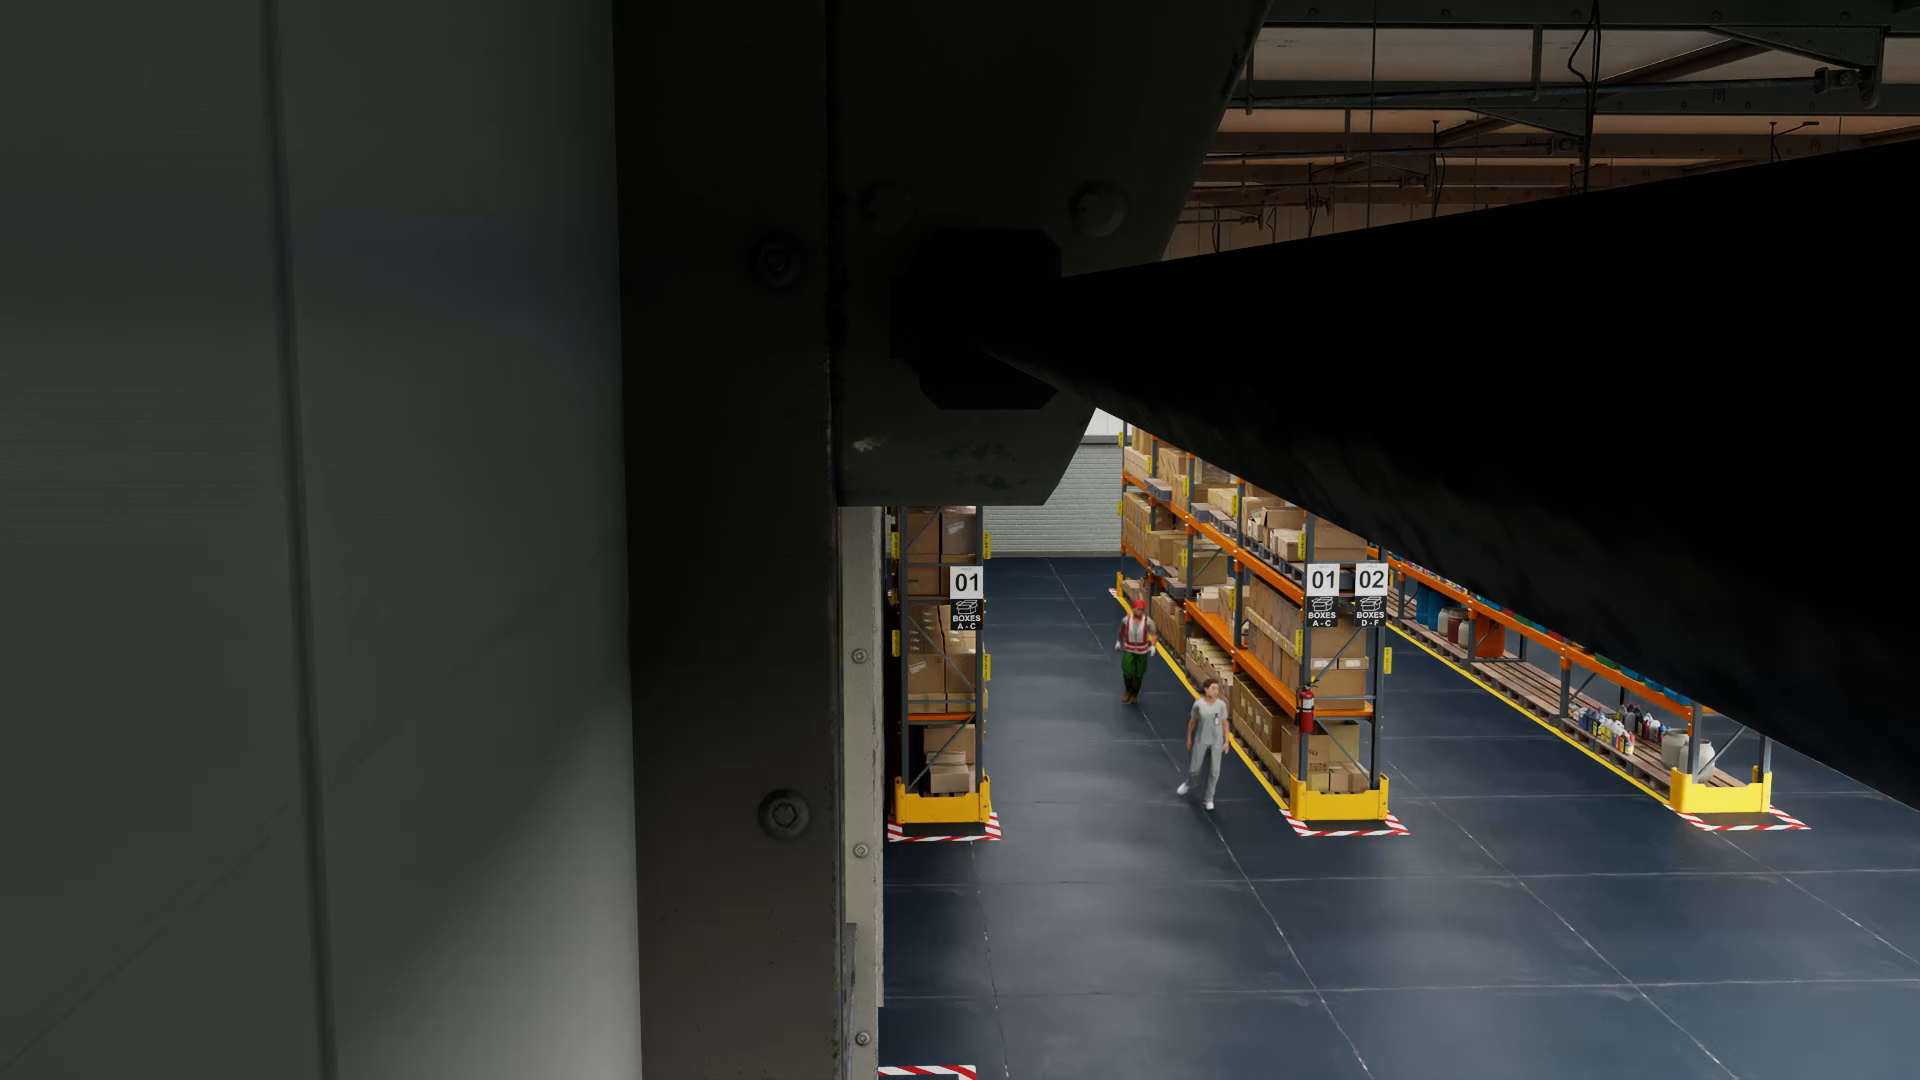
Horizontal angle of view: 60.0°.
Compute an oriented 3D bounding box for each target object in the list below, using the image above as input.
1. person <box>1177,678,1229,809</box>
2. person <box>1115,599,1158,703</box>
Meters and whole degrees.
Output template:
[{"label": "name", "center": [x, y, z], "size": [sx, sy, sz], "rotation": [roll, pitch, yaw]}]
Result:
[{"label": "person", "center": [3.087, 2.559, 21.113], "size": [0.619, 1.638, 0.568], "rotation": [1, 8, 4]}, {"label": "person", "center": [2.784, 1.776, 26.252], "size": [0.652, 1.733, 0.786], "rotation": [1, 8, 5]}]
